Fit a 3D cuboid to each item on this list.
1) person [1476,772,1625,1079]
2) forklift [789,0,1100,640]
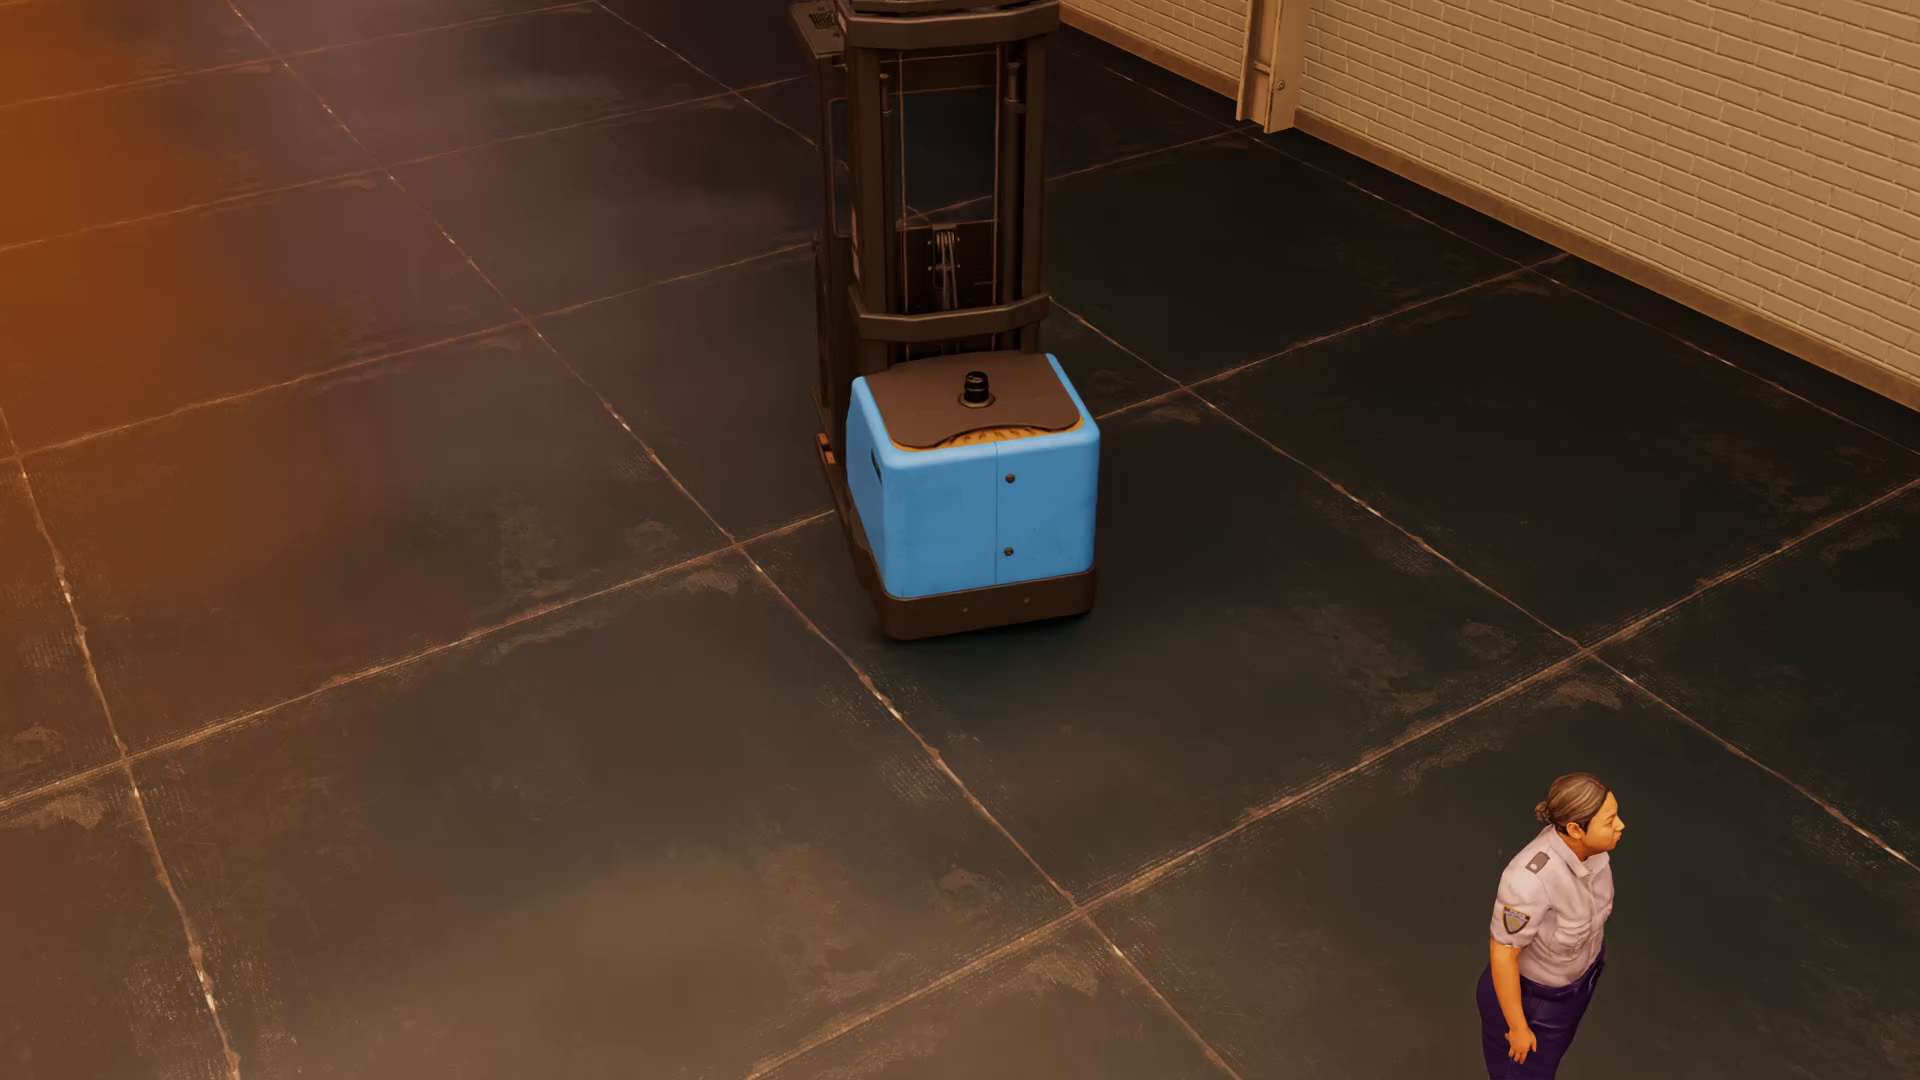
[{"bbox_3d":[1.889,1.447,5.192,0.502,1.651,0.598,27,43,33],"label":"person"},{"bbox_3d":[-0.197,-1.568,8.380,1.130,2.935,3.031,-8,36,-11],"label":"forklift"}]
